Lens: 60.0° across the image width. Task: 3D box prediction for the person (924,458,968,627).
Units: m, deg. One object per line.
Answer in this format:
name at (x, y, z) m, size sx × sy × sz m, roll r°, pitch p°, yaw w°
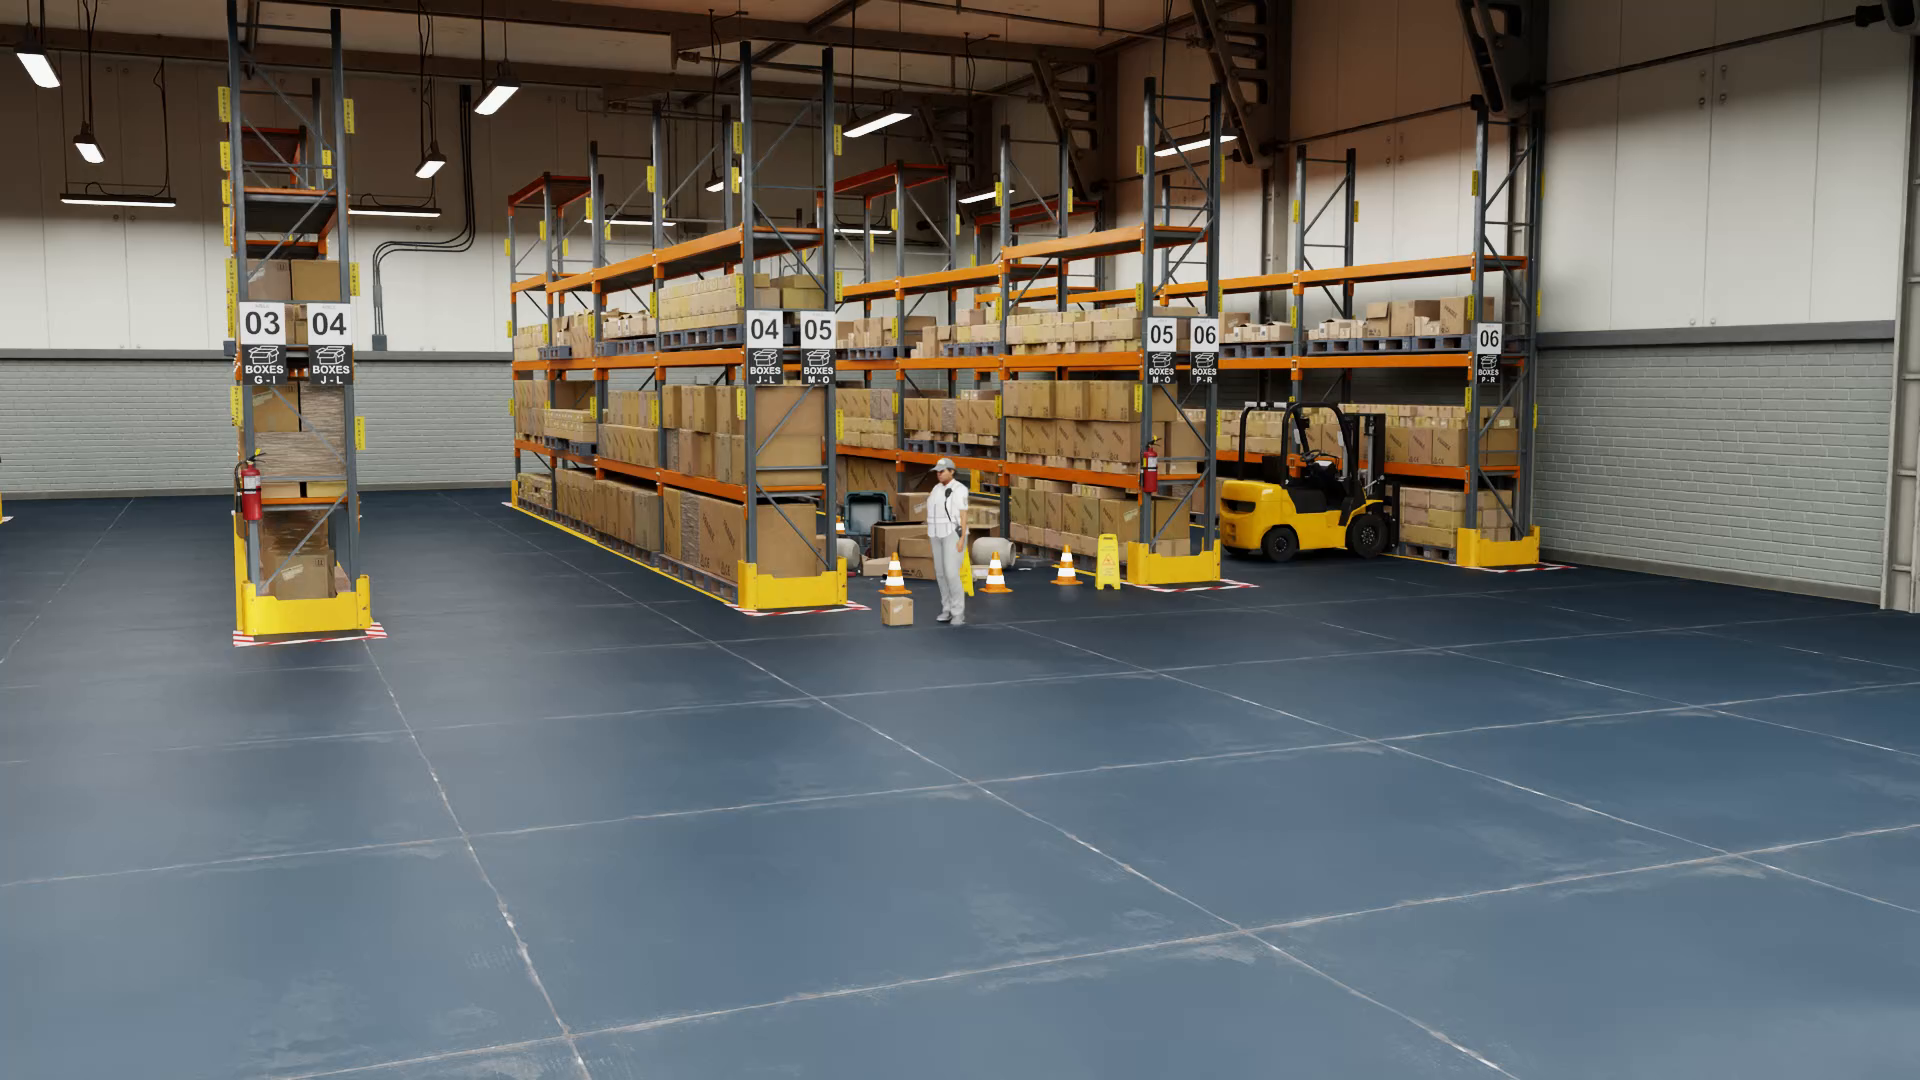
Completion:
person at (-0.168, 0.016, 16.896) m, size 0.499 × 1.692 × 0.559 m, roll -5°, pitch 7°, yaw -42°
